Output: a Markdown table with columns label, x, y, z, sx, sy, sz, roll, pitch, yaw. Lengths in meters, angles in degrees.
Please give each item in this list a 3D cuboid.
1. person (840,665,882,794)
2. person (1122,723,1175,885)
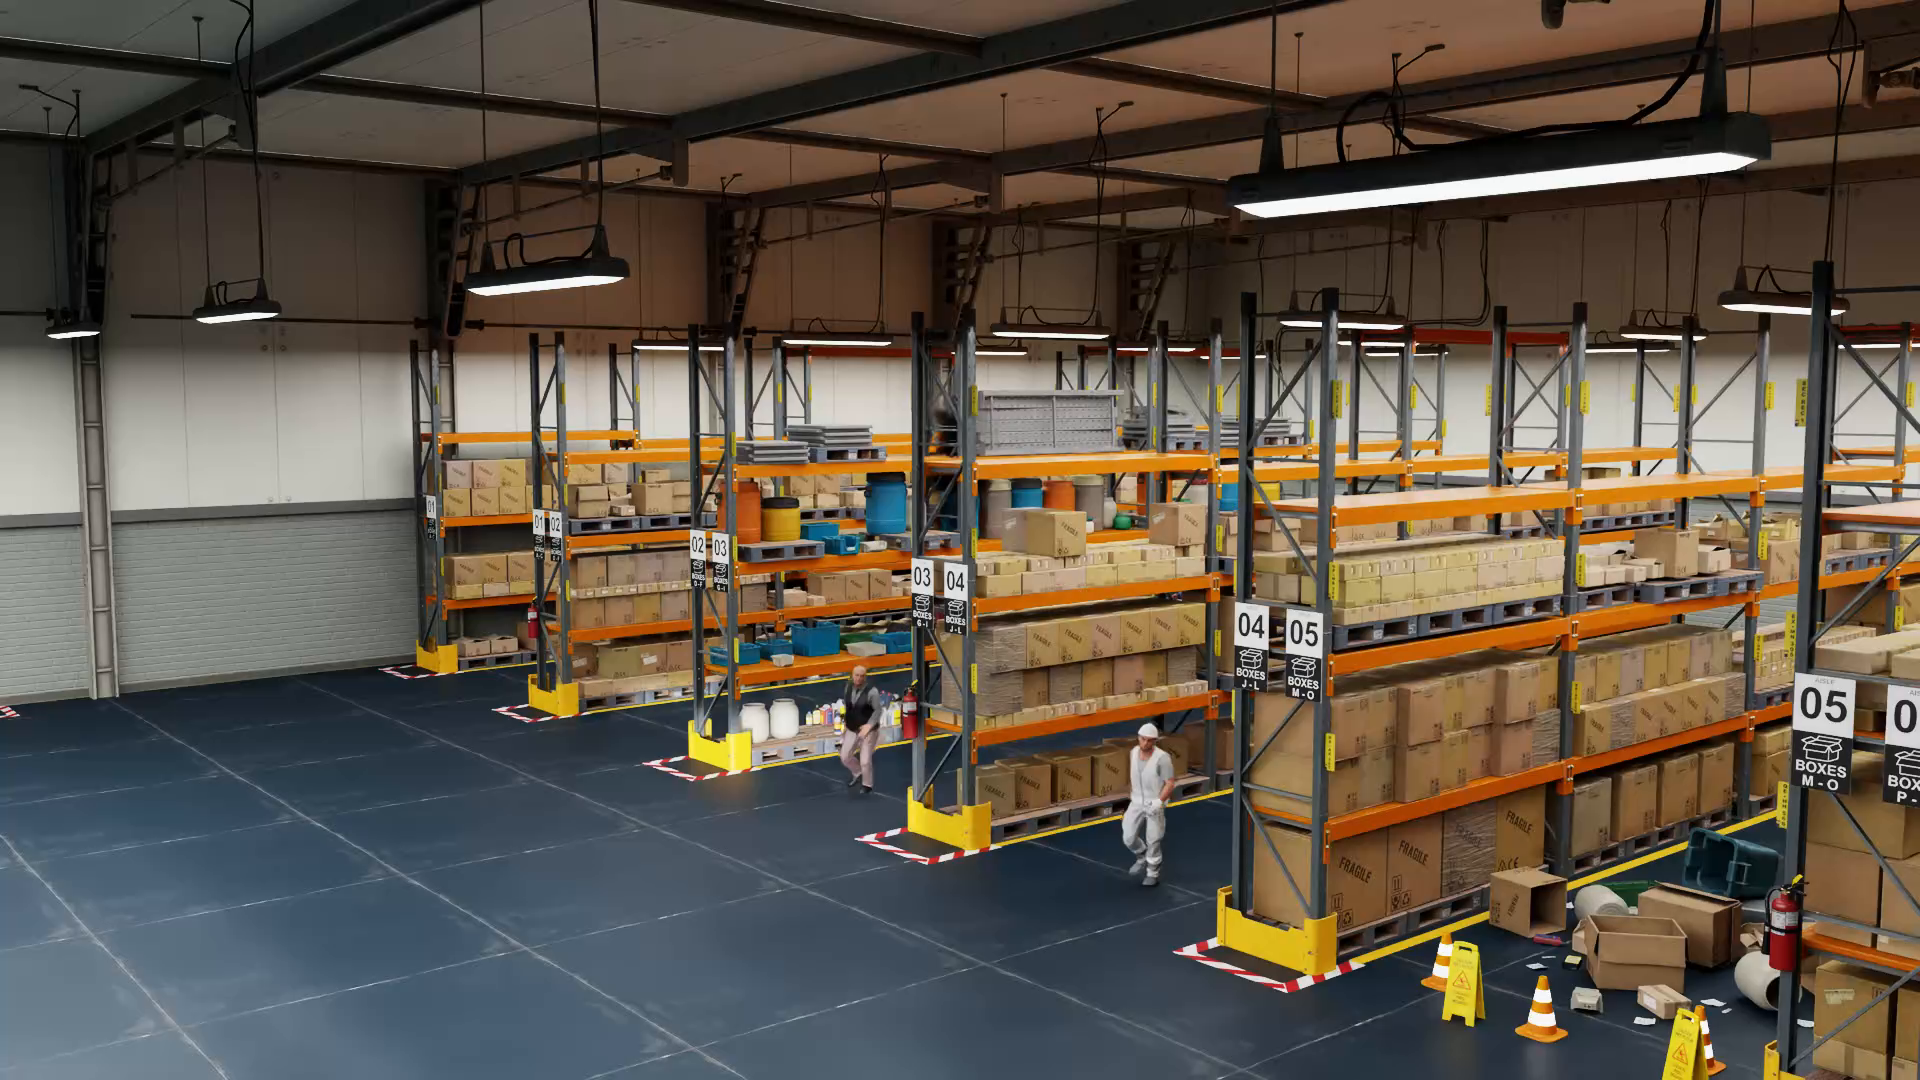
| label | x | y | z | sx | sy | sz | roll | pitch | yaw |
| --- | --- | --- | --- | --- | --- | --- | --- | --- | --- |
| person | -1.245 | 2.378 | 20.761 | 0.667 | 1.662 | 0.769 | 2 | 6 | 25 |
| person | 1.915 | 2.722 | 17.027 | 0.649 | 1.738 | 0.817 | 3 | 6 | 31 |
